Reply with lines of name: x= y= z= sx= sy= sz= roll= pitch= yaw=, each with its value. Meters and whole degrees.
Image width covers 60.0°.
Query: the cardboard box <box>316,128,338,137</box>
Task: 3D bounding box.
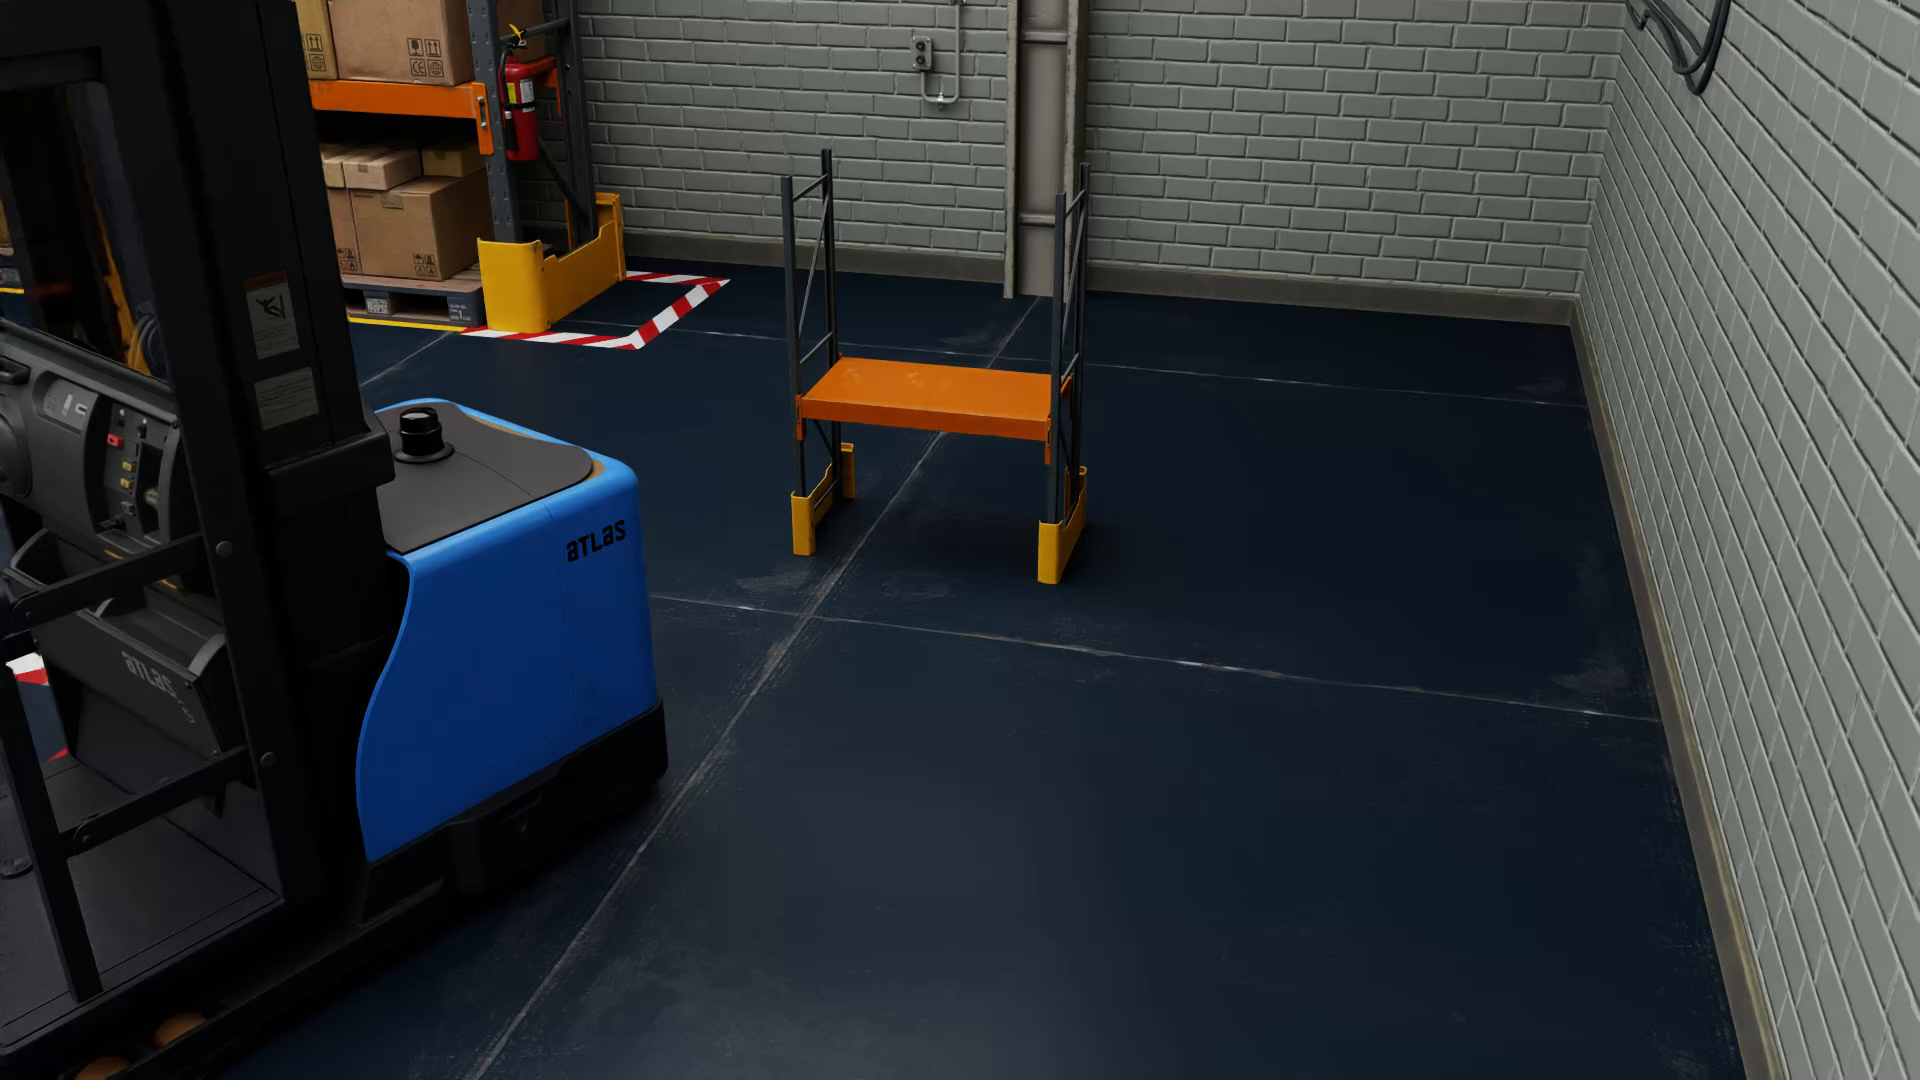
cardboard box: x=-3.857 y=-2.309 z=9.776 sx=0.250 sy=0.149 sz=0.380 roll=7 pitch=26 yaw=14

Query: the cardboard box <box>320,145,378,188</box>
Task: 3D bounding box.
cardboard box: x=-3.466 y=-2.097 z=9.329 sx=0.250 sy=0.149 sz=0.380 roll=7 pitch=26 yaw=14

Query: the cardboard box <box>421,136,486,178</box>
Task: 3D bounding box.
cardboard box: x=-2.877 y=-2.201 z=9.549 sx=0.250 sy=0.149 sz=0.380 roll=6 pitch=26 yaw=13

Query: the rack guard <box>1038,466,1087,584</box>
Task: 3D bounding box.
rack guard: x=0.408 y=-0.068 z=6.601 sx=0.087 sy=0.250 sz=0.587 roll=6 pitch=26 yaw=13

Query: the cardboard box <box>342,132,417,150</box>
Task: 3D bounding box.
cardboard box: x=-3.368 y=-2.255 z=9.663 sx=0.250 sy=0.149 sz=0.380 roll=6 pitch=26 yaw=13

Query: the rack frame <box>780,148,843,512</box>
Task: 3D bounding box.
rack frame: x=-0.575 y=-0.741 z=6.561 sx=0.032 sy=1.500 sz=0.500 roll=6 pitch=26 yaw=13

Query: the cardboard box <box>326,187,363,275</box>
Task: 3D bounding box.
cardboard box: x=-3.533 y=-1.892 z=9.654 sx=0.500 sy=0.500 sz=0.700 roll=6 pitch=26 yaw=13

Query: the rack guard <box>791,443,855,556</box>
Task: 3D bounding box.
rack guard: x=-0.556 y=-0.174 z=6.825 sx=0.087 sy=0.250 sz=0.587 roll=6 pitch=26 yaw=13

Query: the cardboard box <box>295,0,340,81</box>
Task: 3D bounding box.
cardboard box: x=-3.549 y=-3.004 z=9.220 sx=0.700 sy=0.700 sz=0.980 roll=6 pitch=26 yaw=13

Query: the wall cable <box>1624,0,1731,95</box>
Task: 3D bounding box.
wall cable: x=3.043 y=-3.297 z=6.819 sx=0.112 sy=2.526 sz=3.097 roll=6 pitch=26 yaw=13

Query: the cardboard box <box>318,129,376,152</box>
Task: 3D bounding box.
cardboard box: x=-3.610 y=-2.282 z=9.719 sx=0.250 sy=0.149 sz=0.380 roll=7 pitch=26 yaw=13

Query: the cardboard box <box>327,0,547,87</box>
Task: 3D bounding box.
cardboard box: x=-2.842 y=-2.930 z=9.066 sx=0.700 sy=0.700 sz=0.980 roll=8 pitch=26 yaw=15

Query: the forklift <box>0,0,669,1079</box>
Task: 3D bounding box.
forklift: x=-2.198 y=-0.191 z=3.742 sx=1.130 sy=2.935 sz=3.031 roll=18 pitch=31 yaw=34

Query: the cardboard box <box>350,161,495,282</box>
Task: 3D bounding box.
cardboard box: x=-3.048 y=-1.839 z=9.542 sx=0.500 sy=0.500 sz=0.700 roll=6 pitch=26 yaw=13

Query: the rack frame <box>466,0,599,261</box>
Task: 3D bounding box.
rack frame: x=-2.345 y=-2.744 z=9.025 sx=0.127 sy=3.000 sz=1.000 roll=6 pitch=26 yaw=13

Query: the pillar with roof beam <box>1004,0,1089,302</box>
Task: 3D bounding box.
pillar with roof beam: x=-0.587 y=-3.732 z=4.120 sx=0.400 sy=9.000 sz=9.100 roll=6 pitch=26 yaw=13

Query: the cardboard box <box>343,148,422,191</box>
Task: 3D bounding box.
cardboard box: x=-3.218 y=-2.069 z=9.272 sx=0.250 sy=0.149 sz=0.380 roll=6 pitch=26 yaw=12

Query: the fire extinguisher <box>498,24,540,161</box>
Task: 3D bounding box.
fire extinguisher: x=-2.314 y=-2.333 z=8.684 sx=0.183 sy=0.674 sz=0.296 roll=6 pitch=26 yaw=13

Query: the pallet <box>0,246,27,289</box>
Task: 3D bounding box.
pallet: x=-5.502 y=-1.800 z=10.284 sx=1.213 sy=0.211 sz=1.003 roll=6 pitch=26 yaw=13

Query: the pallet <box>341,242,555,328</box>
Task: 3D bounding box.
pallet: x=-3.139 y=-1.538 z=9.736 sx=1.213 sy=0.211 sz=1.003 roll=6 pitch=26 yaw=13

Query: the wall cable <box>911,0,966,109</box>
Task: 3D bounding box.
wall cable: x=-0.870 y=-3.460 z=9.346 sx=1.851 sy=1.984 sz=0.084 roll=6 pitch=26 yaw=13

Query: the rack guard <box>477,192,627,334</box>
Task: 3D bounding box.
rack guard: x=-2.322 y=-1.613 z=9.557 sx=0.348 sy=0.500 sz=1.175 roll=6 pitch=26 yaw=13

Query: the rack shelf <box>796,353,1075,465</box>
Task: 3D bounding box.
rack shelf: x=-0.083 y=-0.524 z=6.524 sx=1.000 sy=0.185 sz=0.538 roll=6 pitch=26 yaw=13

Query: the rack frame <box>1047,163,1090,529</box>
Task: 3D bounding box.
rack frame: x=0.410 y=-0.632 z=6.332 sx=0.032 sy=1.500 sz=0.500 roll=6 pitch=26 yaw=13

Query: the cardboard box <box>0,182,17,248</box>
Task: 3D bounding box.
cardboard box: x=-5.521 y=-2.111 z=10.114 sx=0.500 sy=0.500 sz=0.700 roll=7 pitch=26 yaw=14

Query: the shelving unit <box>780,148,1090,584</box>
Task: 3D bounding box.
shelving unit: x=-0.074 y=-0.685 z=6.445 sx=1.083 sy=1.500 sz=0.587 roll=6 pitch=26 yaw=13

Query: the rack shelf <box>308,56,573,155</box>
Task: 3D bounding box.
rack shelf: x=-4.282 y=-2.634 z=9.629 sx=4.000 sy=0.370 sz=1.077 roll=6 pitch=26 yaw=13
